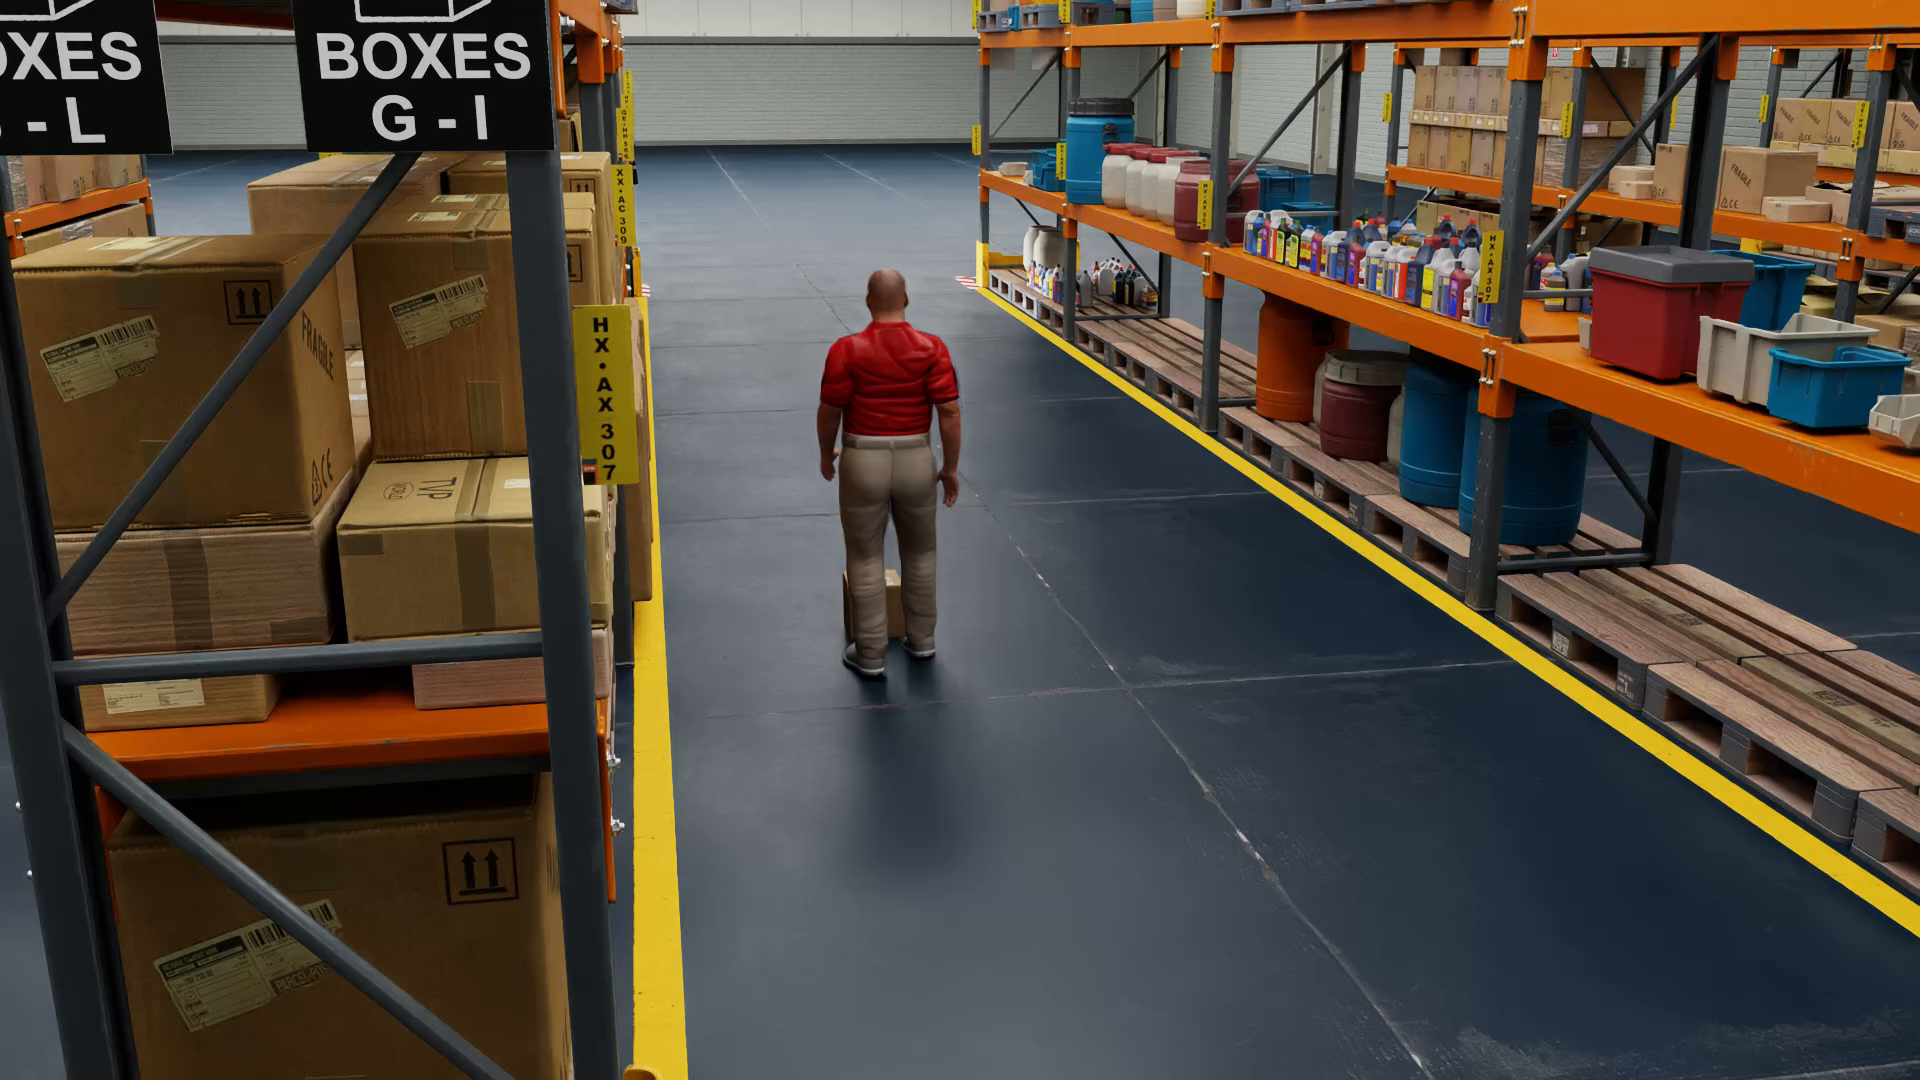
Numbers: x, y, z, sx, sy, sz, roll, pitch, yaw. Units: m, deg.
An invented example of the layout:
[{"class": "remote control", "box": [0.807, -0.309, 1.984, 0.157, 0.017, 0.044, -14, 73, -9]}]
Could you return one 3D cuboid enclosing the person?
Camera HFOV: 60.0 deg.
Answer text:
[{"class": "person", "box": [-0.315, -0.291, 7.075, 0.575, 1.743, 0.472, -3, 17, -10]}]
